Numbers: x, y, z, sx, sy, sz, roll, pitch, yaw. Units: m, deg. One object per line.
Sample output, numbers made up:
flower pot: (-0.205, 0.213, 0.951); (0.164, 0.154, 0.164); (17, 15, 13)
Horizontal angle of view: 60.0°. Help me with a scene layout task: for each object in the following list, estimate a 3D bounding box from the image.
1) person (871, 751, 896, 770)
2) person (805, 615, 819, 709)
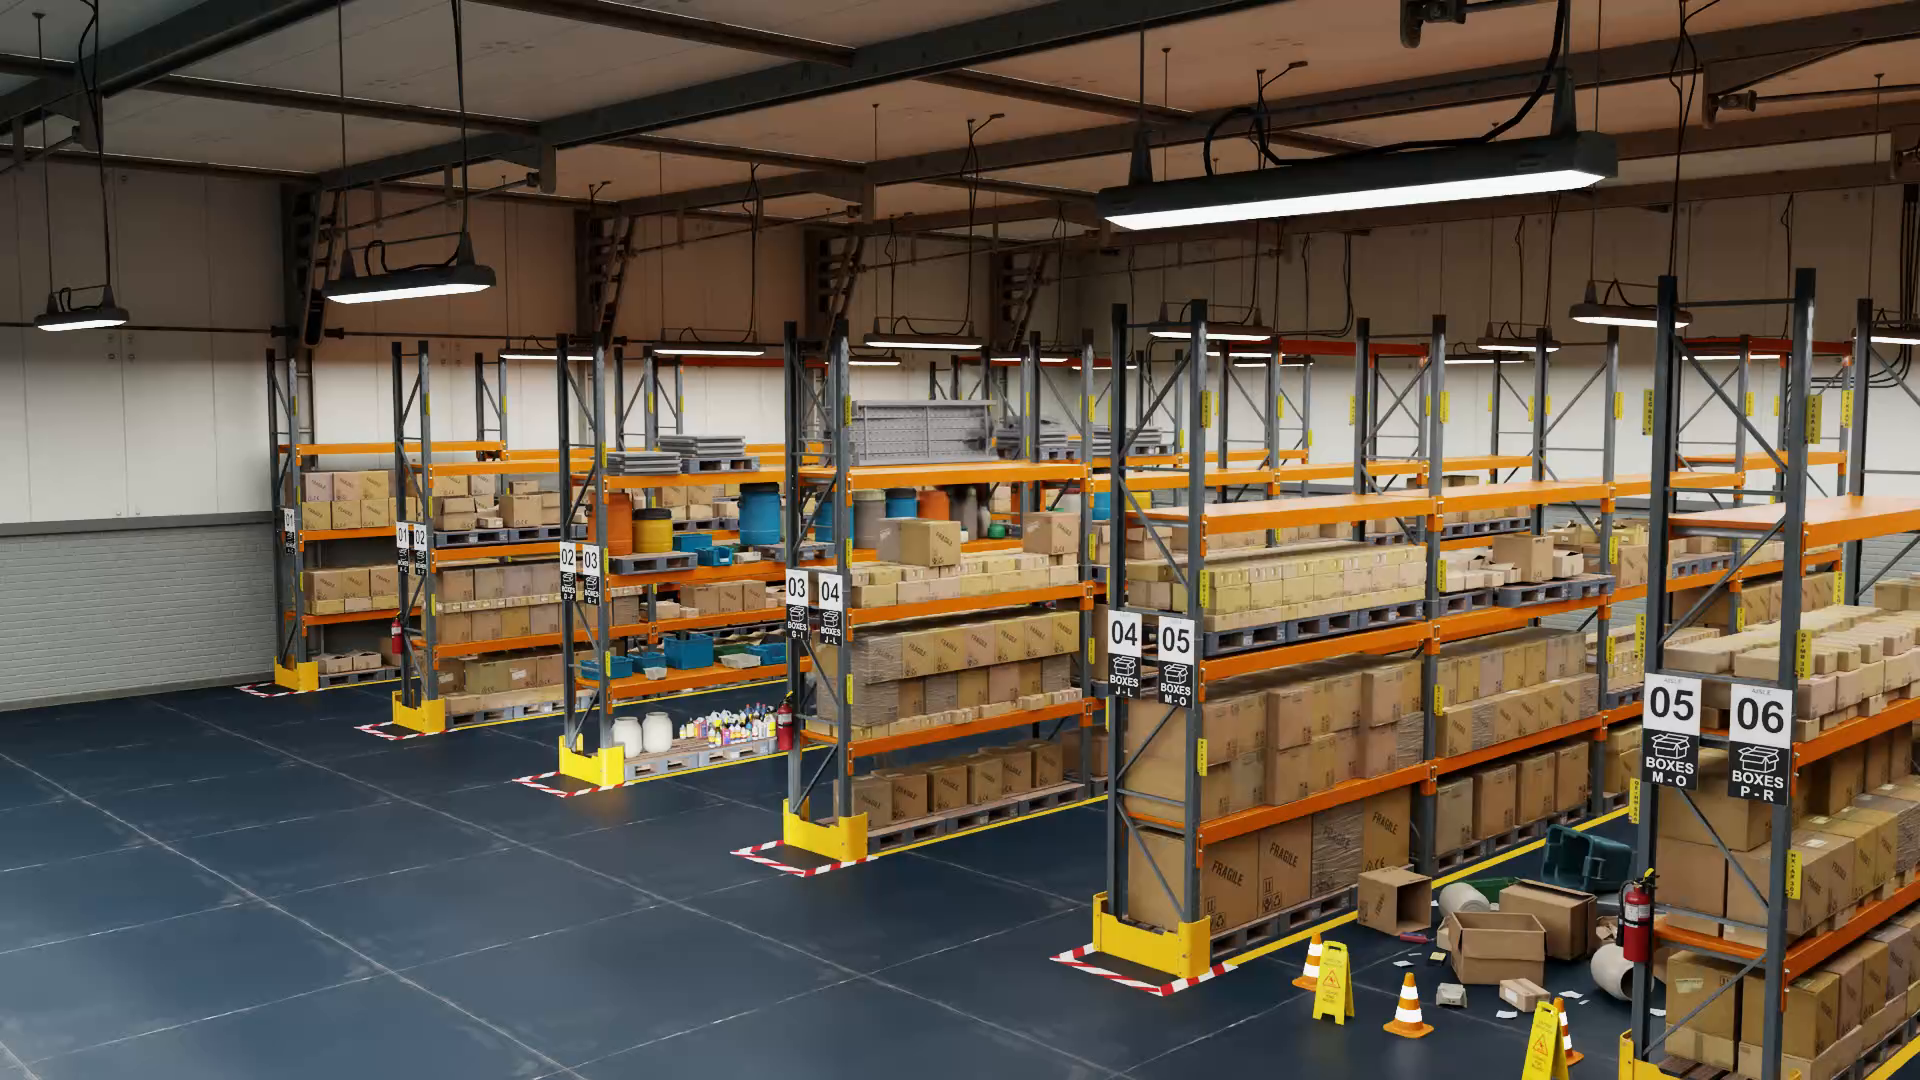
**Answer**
person: (-1.056, 2.406, 21.818); (0.635, 1.822, 0.756); (4, 6, 37)
person: (-2.392, 1.925, 27.303); (0.669, 1.737, 0.589); (5, 7, 44)
